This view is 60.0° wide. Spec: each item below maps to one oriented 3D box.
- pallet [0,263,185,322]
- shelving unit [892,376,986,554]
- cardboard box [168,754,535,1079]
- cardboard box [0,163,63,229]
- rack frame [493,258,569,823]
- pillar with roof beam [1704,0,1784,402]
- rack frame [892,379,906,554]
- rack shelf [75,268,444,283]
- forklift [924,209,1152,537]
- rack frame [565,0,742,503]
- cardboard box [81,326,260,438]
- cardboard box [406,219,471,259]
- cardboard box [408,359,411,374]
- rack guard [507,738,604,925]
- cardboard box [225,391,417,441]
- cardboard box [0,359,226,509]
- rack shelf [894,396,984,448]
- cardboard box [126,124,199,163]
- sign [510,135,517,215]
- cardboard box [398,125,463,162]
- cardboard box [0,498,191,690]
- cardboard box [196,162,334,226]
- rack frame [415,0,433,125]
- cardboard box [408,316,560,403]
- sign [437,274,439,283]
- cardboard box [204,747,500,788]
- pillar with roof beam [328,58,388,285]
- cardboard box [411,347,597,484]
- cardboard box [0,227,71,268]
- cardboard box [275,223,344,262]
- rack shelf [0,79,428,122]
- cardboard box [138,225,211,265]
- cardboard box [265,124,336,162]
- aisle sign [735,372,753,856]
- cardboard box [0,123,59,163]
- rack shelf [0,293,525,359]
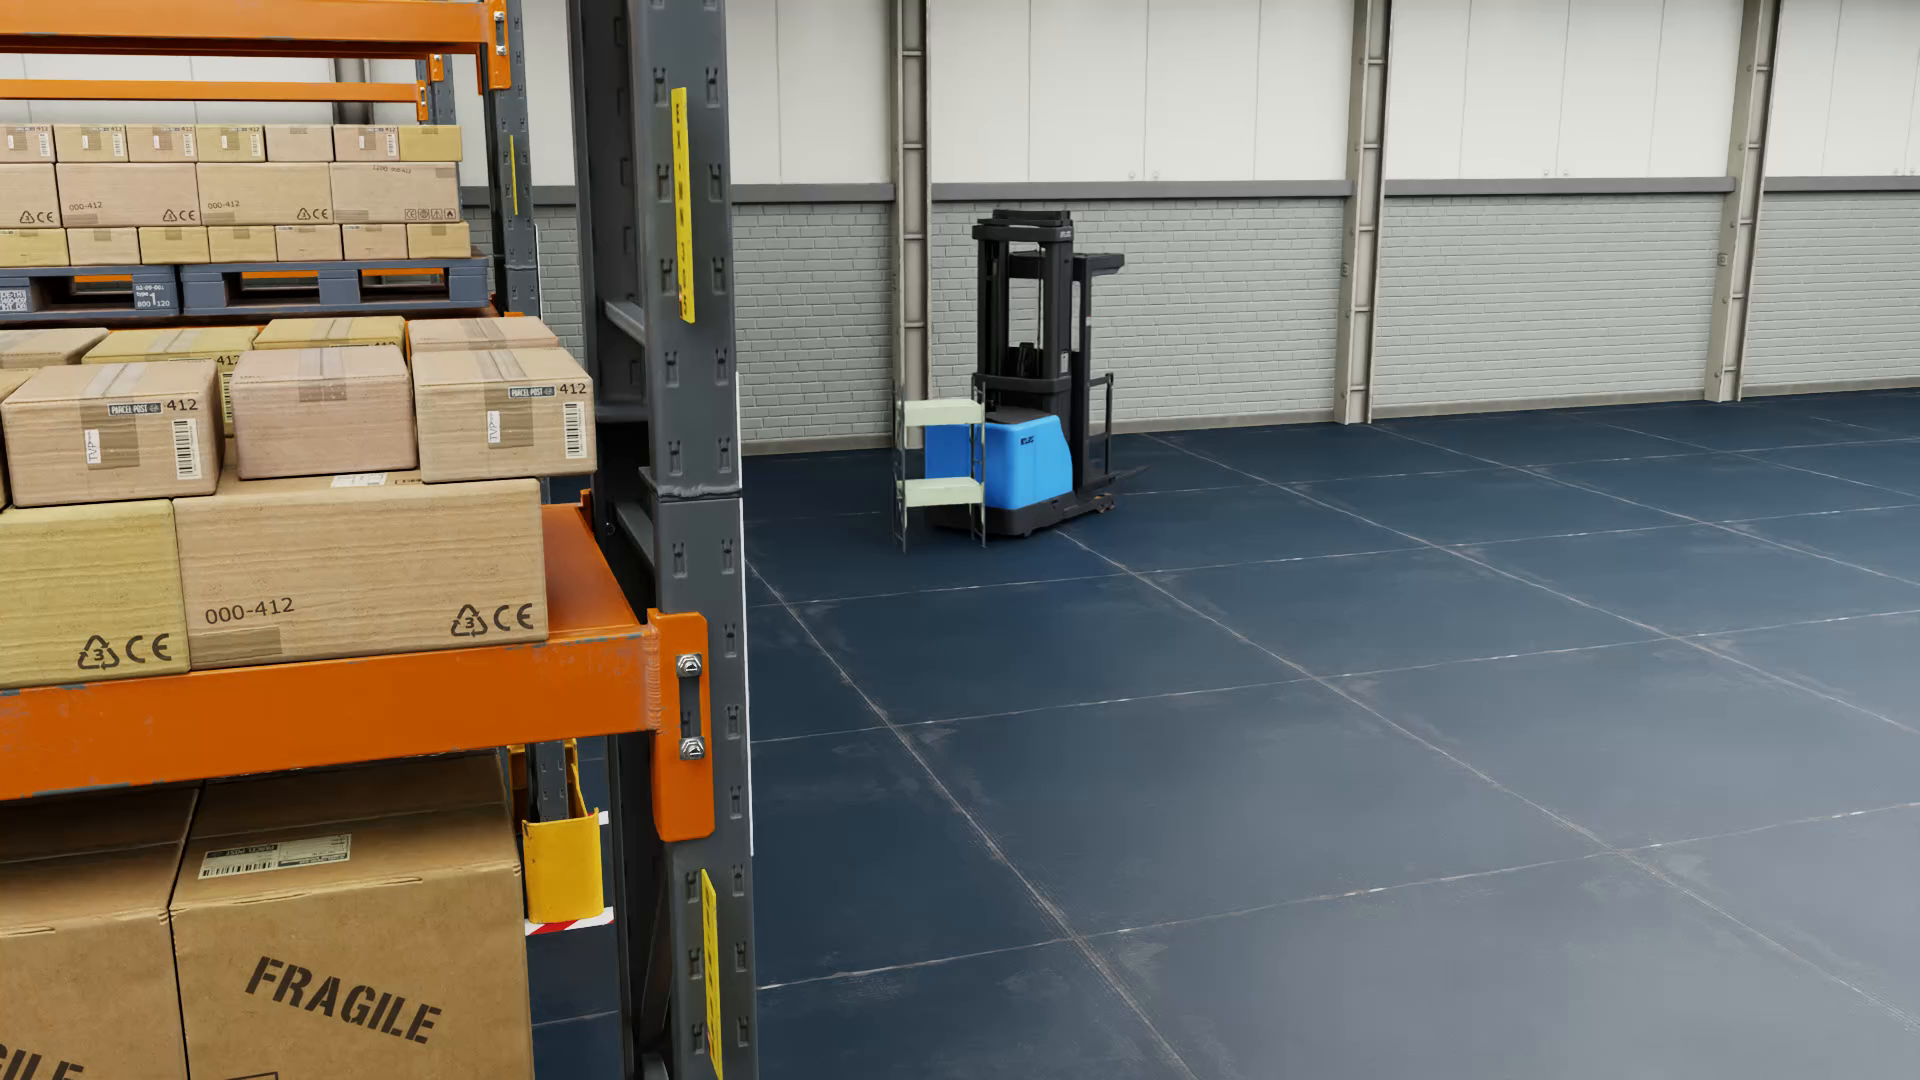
[{"bbox_3d":[-3.899,-1.074,6.992,1.213,0.211,1.003,-4,14,-18],"label":"pallet"},{"bbox_3d":[-0.191,-0.673,14.838,0.755,1.500,0.431,-4,14,-15],"label":"shelving unit"},{"bbox_3d":[-0.997,0.705,2.786,0.500,0.500,0.500,-4,14,-18],"label":"cardboard box"},{"bbox_3d":[-3.844,-1.382,6.652,0.500,0.250,0.500,-4,14,-18],"label":"cardboard box"},{"bbox_3d":[-2.041,0.194,7.951,0.127,3.000,1.000,-4,14,-18],"label":"rack frame"},{"bbox_3d":[12.184,-5.421,18.596,0.400,9.000,9.100,-4,14,-18],"label":"pillar with roof beam"},{"bbox_3d":[-0.543,-0.650,14.743,0.023,1.500,0.400,-4,14,-15],"label":"rack frame"},{"bbox_3d":[-5.611,-1.846,11.600,4.000,0.370,1.077,-4,14,-18],"label":"rack shelf"},{"bbox_3d":[0.903,-1.745,16.251,1.130,2.935,3.031,9,16,33],"label":"forklift"},{"bbox_3d":[-0.554,-1.629,2.652,0.127,3.000,1.000,-4,14,-18],"label":"rack frame"},{"bbox_3d":[-1.366,-0.278,2.915,0.250,0.149,0.380,-5,14,-19],"label":"cardboard box"},{"bbox_3d":[-2.248,-1.297,7.157,0.250,0.149,0.380,-4,14,-18],"label":"cardboard box"},{"bbox_3d":[-4.130,-1.478,11.962,0.500,0.500,0.700,-5,14,-19],"label":"cardboard box"},{"bbox_3d":[-2.018,1.409,8.248,0.348,0.500,1.175,-4,14,-18],"label":"rack guard"},{"bbox_3d":[-1.094,-0.118,3.106,0.500,0.250,0.500,-4,14,-16],"label":"cardboard box"},{"bbox_3d":[-1.227,-0.164,2.438,0.250,0.149,0.380,-5,14,-21],"label":"cardboard box"},{"bbox_3d":[-0.191,-1.053,14.748,0.720,0.370,0.431,-4,14,-15],"label":"rack shelf"},{"bbox_3d":[-3.214,-1.610,6.750,0.250,0.149,0.380,-4,14,-18],"label":"cardboard box"},{"bbox_3d":[-1.881,-1.537,7.006,0.005,0.325,0.100,-4,14,-18],"label":"sign"},{"bbox_3d":[-2.252,-1.684,7.063,0.250,0.149,0.380,-4,14,-18],"label":"cardboard box"},{"bbox_3d":[-1.403,0.032,2.475,0.500,0.250,0.500,-4,14,-18],"label":"cardboard box"},{"bbox_3d":[-2.890,-1.456,6.963,0.500,0.250,0.500,-4,14,-18],"label":"cardboard box"},{"bbox_3d":[-5.302,-4.891,16.365,0.127,3.000,1.000,-4,14,-18],"label":"rack frame"},{"bbox_3d":[-0.889,-0.321,3.098,0.250,0.149,0.380,-5,14,-18],"label":"cardboard box"},{"bbox_3d":[-5.142,-2.531,16.394,0.005,0.325,0.100,-4,14,-18],"label":"sign"},{"bbox_3d":[-1.163,0.591,3.265,0.500,0.500,0.500,-4,14,-18],"label":"cardboard box"},{"bbox_3d":[-4.876,-4.093,13.011,0.400,9.000,9.100,-4,14,-18],"label":"pillar with roof beam"},{"bbox_3d":[-0.718,-0.202,2.597,0.250,0.149,0.380,-4,14,-18],"label":"cardboard box"},{"bbox_3d":[-3.693,-1.184,6.685,0.250,0.149,0.380,-4,14,-17],"label":"cardboard box"},{"bbox_3d":[-2.730,-1.259,7.000,0.250,0.149,0.380,-4,14,-17],"label":"cardboard box"},{"bbox_3d":[-7.197,-4.199,15.874,4.000,0.370,1.077,-4,14,-18],"label":"rack shelf"},{"bbox_3d":[-3.213,-1.222,6.841,0.250,0.149,0.380,-5,14,-19],"label":"cardboard box"},{"bbox_3d":[-2.732,-1.647,6.908,0.250,0.149,0.380,-4,14,-17],"label":"cardboard box"},{"bbox_3d":[-0.400,0.086,2.788,0.004,0.787,0.394,-4,14,-18],"label":"aisle sign"},{"bbox_3d":[-3.697,-1.572,6.590,0.250,0.149,0.380,-4,14,-18],"label":"cardboard box"},{"bbox_3d":[-3.936,-0.767,7.067,4.000,0.370,1.077,-4,14,-18],"label":"rack shelf"}]
